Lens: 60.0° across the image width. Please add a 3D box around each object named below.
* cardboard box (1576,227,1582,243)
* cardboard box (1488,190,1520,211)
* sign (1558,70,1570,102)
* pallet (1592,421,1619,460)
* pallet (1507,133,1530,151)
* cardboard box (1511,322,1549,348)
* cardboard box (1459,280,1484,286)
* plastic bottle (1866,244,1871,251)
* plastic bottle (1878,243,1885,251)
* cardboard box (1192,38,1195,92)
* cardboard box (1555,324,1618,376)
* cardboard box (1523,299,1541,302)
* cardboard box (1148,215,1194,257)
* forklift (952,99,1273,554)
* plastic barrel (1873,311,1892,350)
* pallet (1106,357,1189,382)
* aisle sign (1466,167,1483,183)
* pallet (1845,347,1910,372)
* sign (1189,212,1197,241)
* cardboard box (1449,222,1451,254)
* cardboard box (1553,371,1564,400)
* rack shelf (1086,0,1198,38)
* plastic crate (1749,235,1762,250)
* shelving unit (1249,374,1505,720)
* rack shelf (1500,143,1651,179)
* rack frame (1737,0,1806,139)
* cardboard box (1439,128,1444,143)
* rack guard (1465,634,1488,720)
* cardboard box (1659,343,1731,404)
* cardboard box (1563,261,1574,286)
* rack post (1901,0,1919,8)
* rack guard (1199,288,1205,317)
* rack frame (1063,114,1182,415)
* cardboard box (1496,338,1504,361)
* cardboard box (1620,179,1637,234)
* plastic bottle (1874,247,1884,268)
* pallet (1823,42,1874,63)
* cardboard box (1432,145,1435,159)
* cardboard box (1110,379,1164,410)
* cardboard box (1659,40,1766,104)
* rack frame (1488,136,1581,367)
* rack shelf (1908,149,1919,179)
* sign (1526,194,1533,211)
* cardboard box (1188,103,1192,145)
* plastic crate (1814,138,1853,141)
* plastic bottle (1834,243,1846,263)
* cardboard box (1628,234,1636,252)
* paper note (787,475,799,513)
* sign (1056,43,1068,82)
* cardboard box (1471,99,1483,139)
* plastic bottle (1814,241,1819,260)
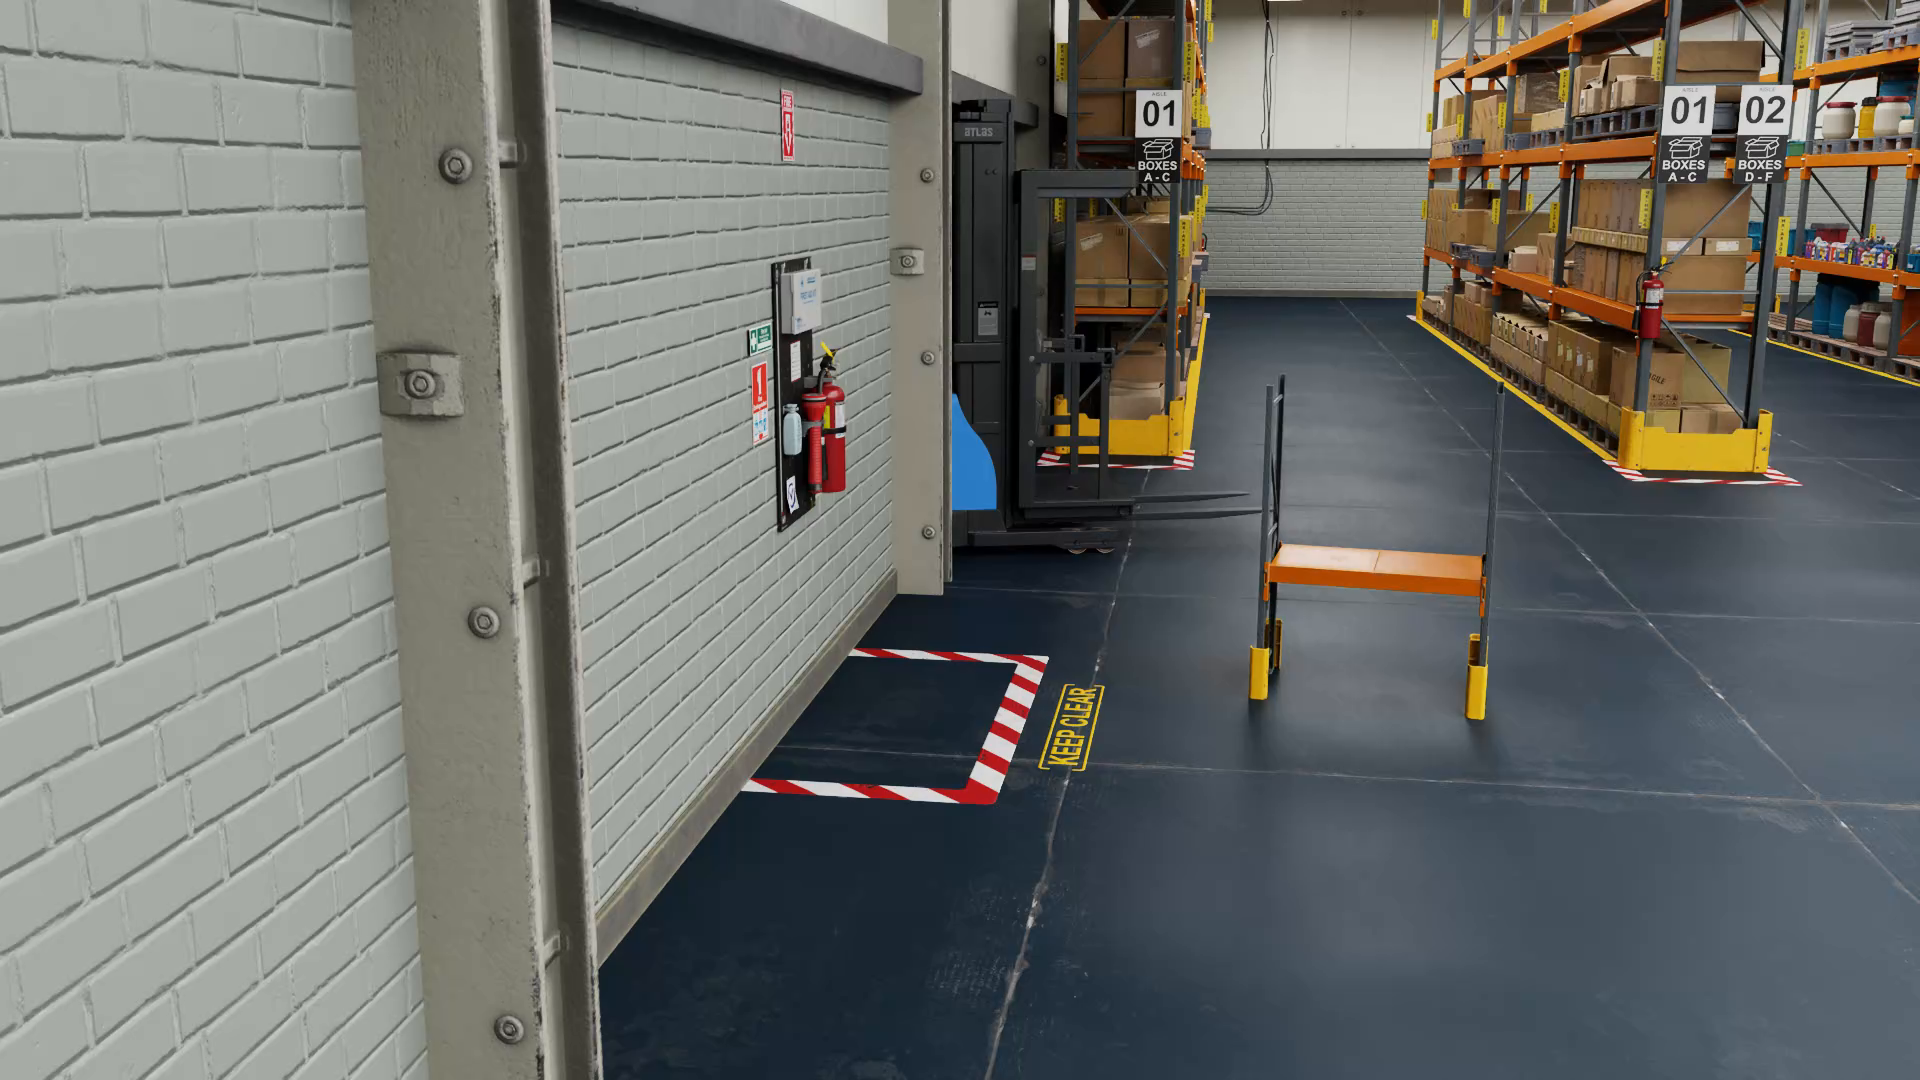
[{"bbox_3d":[6.678,-3.194,17.419,0.380,0.149,0.250,2,12,9],"label":"cardboard box"},{"bbox_3d":[8.530,-5.222,25.995,0.500,0.500,0.500,2,12,10],"label":"cardboard box"},{"bbox_3d":[6.411,-4.819,17.639,0.100,0.325,0.005,2,12,9],"label":"sign"},{"bbox_3d":[6.410,-0.895,15.146,1.003,0.211,1.213,2,12,9],"label":"pallet"},{"bbox_3d":[7.548,-4.993,20.869,1.213,0.211,1.003,2,12,11],"label":"pallet"},{"bbox_3d":[6.962,-2.476,20.061,0.500,0.311,0.500,2,12,8],"label":"cardboard box"},{"bbox_3d":[8.954,-4.300,29.217,0.500,0.500,0.500,2,12,9],"label":"cardboard box"},{"bbox_3d":[12.445,-3.914,22.814,0.061,0.283,0.133,2,12,9],"label":"plastic bottle"},{"bbox_3d":[13.052,-4.070,23.565,0.097,0.271,0.097,0,12,0],"label":"plastic bottle"},{"bbox_3d":[2.101,-4.767,16.716,0.500,0.500,0.500,1,12,7],"label":"cardboard box"},{"bbox_3d":[6.499,-1.967,17.252,0.500,0.500,0.500,2,12,9],"label":"cardboard box"},{"bbox_3d":[8.225,-3.270,24.435,0.500,0.500,0.500,2,12,9],"label":"cardboard box"},{"bbox_3d":[2.287,-3.285,18.143,0.500,0.500,0.500,2,12,9],"label":"cardboard box"},{"bbox_3d":[0.623,-1.450,11.263,3.031,2.935,1.130,-2,12,-7],"label":"forklift"},{"bbox_3d":[12.515,-2.814,22.338,0.421,0.512,0.421,0,12,0],"label":"plastic barrel"},{"bbox_3d":[2.357,-2.144,20.940,1.003,0.211,1.213,2,12,9],"label":"pallet"},{"bbox_3d":[9.108,-6.703,29.308,0.394,0.787,0.004,2,12,9],"label":"aisle sign"},{"bbox_3d":[12.538,-2.404,22.148,1.003,0.211,1.213,2,12,9],"label":"pallet"},{"bbox_3d":[2.591,-3.497,18.546,0.100,0.325,0.005,2,12,9],"label":"sign"},{"bbox_3d":[8.003,-4.757,26.209,0.500,0.500,0.500,2,12,10],"label":"cardboard box"},{"bbox_3d":[6.496,-1.601,17.332,0.500,0.250,0.500,2,12,9],"label":"cardboard box"},{"bbox_3d":[1.746,-5.253,16.224,1.077,0.370,4.000,2,12,9],"label":"rack shelf"},{"bbox_3d":[13.077,-4.837,27.074,0.416,0.233,0.300,2,12,9],"label":"plastic crate"},{"bbox_3d":[1.984,0.002,7.925,1.083,1.500,0.587,4,13,17],"label":"shelving unit"},{"bbox_3d":[7.257,-4.461,19.662,1.077,0.370,4.000,2,12,9],"label":"rack shelf"},{"bbox_3d":[13.689,-8.200,28.181,1.000,3.000,0.127,2,12,9],"label":"rack frame"},{"bbox_3d":[8.304,-6.759,27.786,0.500,0.250,0.500,2,12,9],"label":"cardboard box"},{"bbox_3d":[2.458,0.644,7.910,0.087,0.250,0.587,4,13,17],"label":"rack guard"},{"bbox_3d":[6.711,-1.534,15.241,0.500,0.500,0.500,2,12,9],"label":"cardboard box"},{"bbox_3d":[6.982,-2.961,18.469,0.500,0.250,0.500,3,12,12],"label":"cardboard box"},{"bbox_3d":[12.481,-6.952,21.167,0.624,0.289,0.986,2,12,9],"label":"rack post"},{"bbox_3d":[3.903,-4.371,30.589,1.175,0.500,0.348,2,12,9],"label":"rack guard"},{"bbox_3d":[1.439,-2.257,14.848,1.000,3.000,0.127,2,12,9],"label":"rack frame"},{"bbox_3d":[7.117,-2.420,21.132,0.500,0.250,0.500,2,12,7],"label":"cardboard box"},{"bbox_3d":[6.579,-3.103,15.456,0.700,0.500,0.500,2,12,9],"label":"cardboard box"},{"bbox_3d":[12.200,-3.749,22.074,0.097,0.271,0.097,0,12,0],"label":"plastic bottle"},{"bbox_3d":[12.976,-6.906,23.576,1.003,0.211,1.213,2,12,9],"label":"pallet"},{"bbox_3d":[8.464,-6.723,28.804,0.500,0.250,0.500,2,12,9],"label":"cardboard box"},{"bbox_3d":[1.722,-1.418,16.290,0.500,0.311,0.500,3,13,13],"label":"cardboard box"},{"bbox_3d":[6.426,-4.008,14.276,0.797,0.503,0.637,3,12,13],"label":"cardboard box"},{"bbox_3d":[7.564,-3.763,21.834,1.000,3.000,0.127,2,12,9],"label":"rack frame"},{"bbox_3d":[12.151,-4.300,18.914,1.077,0.370,4.000,2,12,9],"label":"rack shelf"},{"bbox_3d":[8.728,-5.144,25.496,0.100,0.325,0.005,2,12,9],"label":"sign"},{"bbox_3d":[2.220,-4.501,17.856,0.500,0.500,0.500,2,12,10],"label":"cardboard box"},{"bbox_3d":[13.535,-6.087,25.806,0.497,0.269,0.590,2,12,9],"label":"plastic crate"},{"bbox_3d":[12.448,-4.049,23.455,0.152,0.276,0.135,2,12,9],"label":"plastic bottle"},{"bbox_3d":[6.323,-2.709,15.169,0.380,0.149,0.250,2,12,9],"label":"cardboard box"},{"bbox_3d":[-0.744,-0.204,7.410,0.016,0.148,0.142,2,12,9],"label":"paper note"},{"bbox_3d":[0.893,-4.179,14.542,0.100,0.325,0.005,2,12,9],"label":"sign"},{"bbox_3d":[8.029,-6.263,24.841,0.600,0.600,0.600,1,12,3],"label":"cardboard box"},{"bbox_3d":[12.560,-4.236,24.336,0.097,0.271,0.097,0,12,0],"label":"plastic bottle"}]
